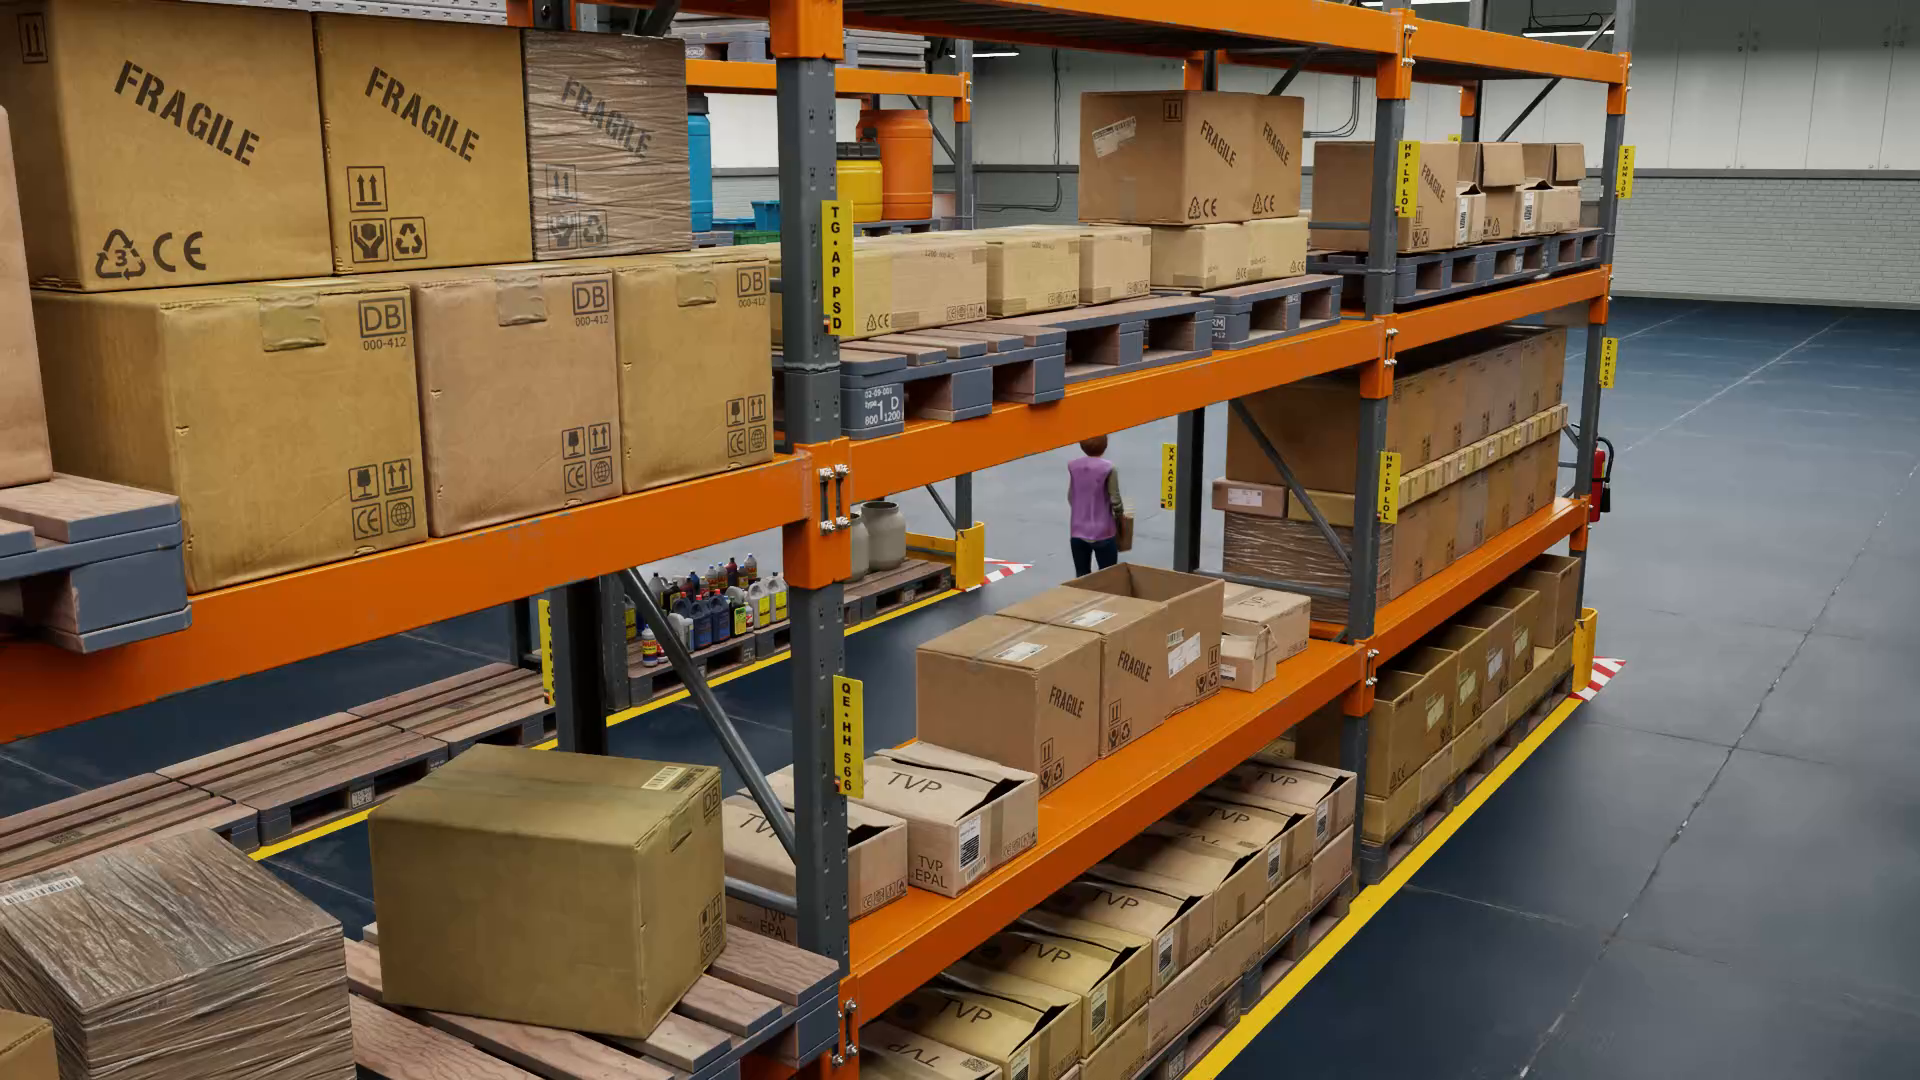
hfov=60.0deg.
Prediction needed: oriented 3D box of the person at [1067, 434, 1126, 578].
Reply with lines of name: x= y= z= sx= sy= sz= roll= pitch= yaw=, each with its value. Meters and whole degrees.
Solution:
person: x=0.998 y=-0.048 z=12.191 sx=0.444 sy=1.603 sz=0.397 roll=8 pitch=16 yaw=32
